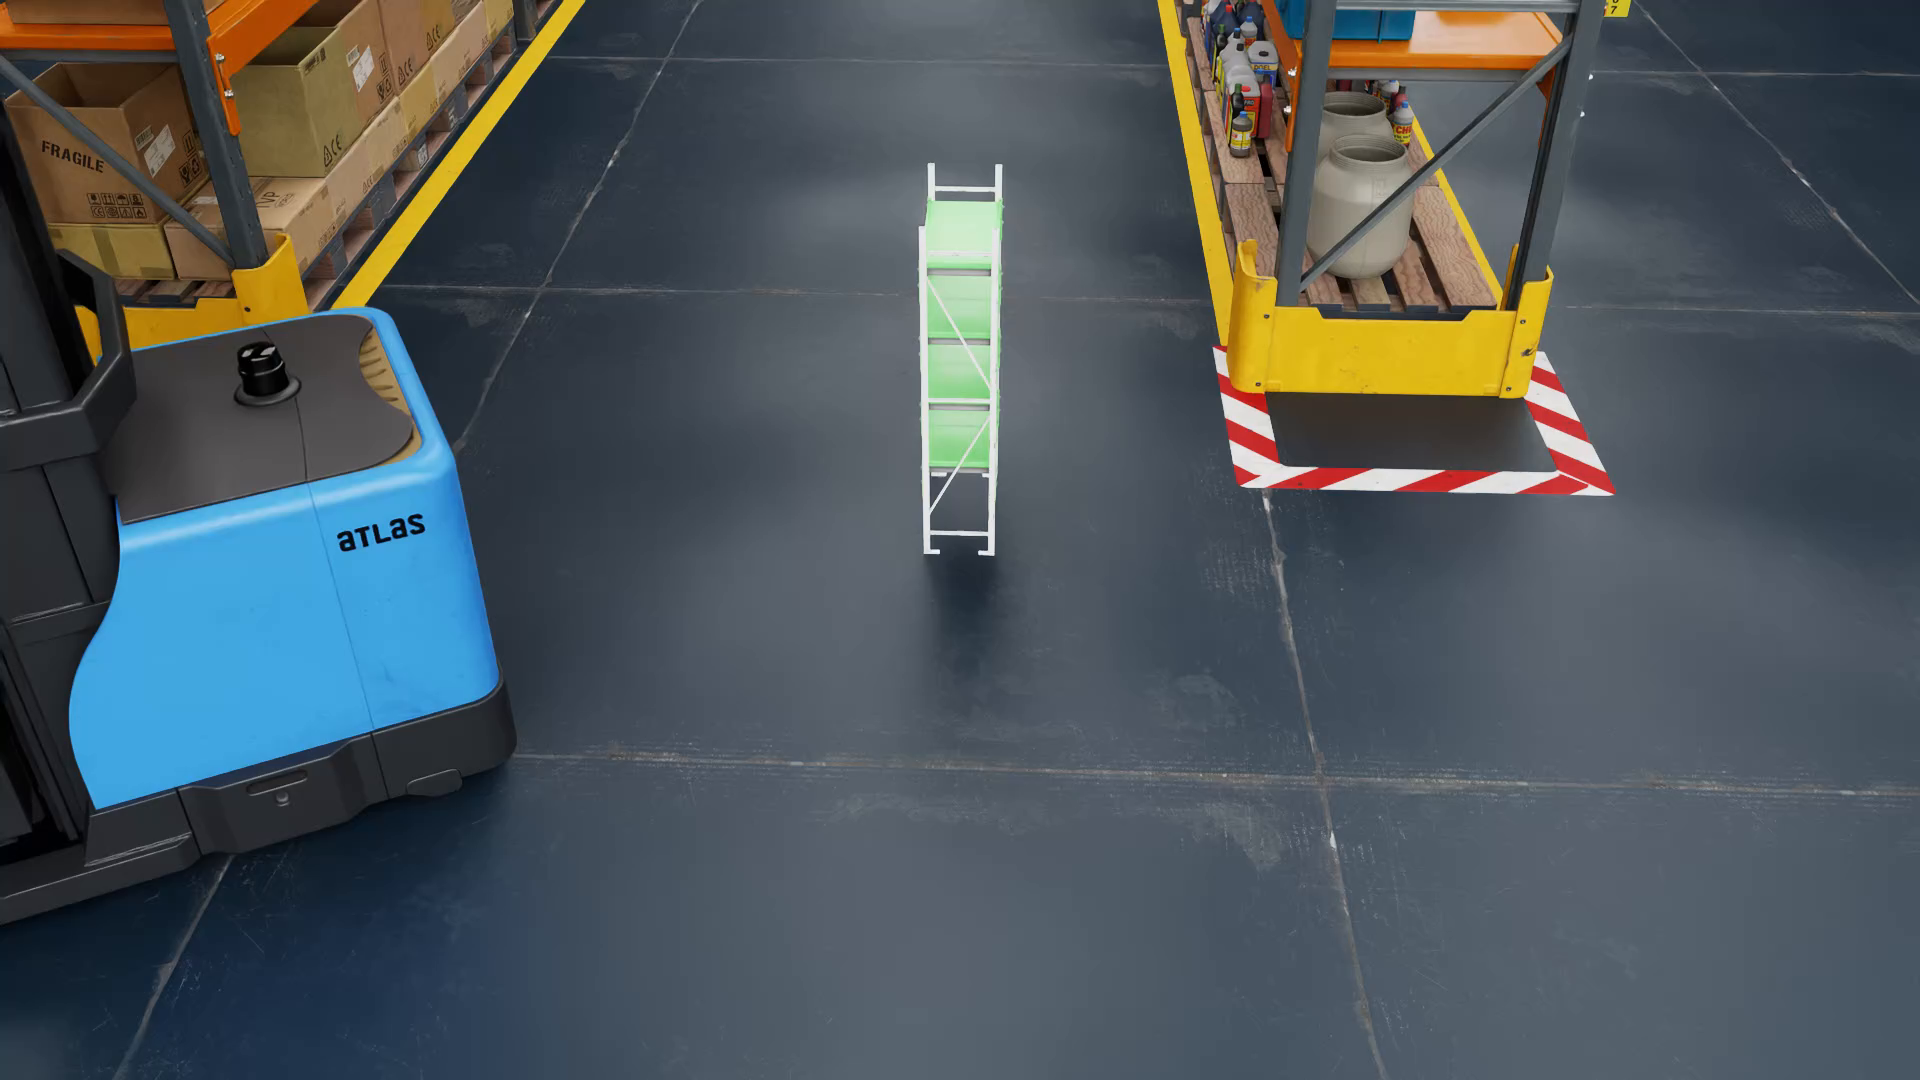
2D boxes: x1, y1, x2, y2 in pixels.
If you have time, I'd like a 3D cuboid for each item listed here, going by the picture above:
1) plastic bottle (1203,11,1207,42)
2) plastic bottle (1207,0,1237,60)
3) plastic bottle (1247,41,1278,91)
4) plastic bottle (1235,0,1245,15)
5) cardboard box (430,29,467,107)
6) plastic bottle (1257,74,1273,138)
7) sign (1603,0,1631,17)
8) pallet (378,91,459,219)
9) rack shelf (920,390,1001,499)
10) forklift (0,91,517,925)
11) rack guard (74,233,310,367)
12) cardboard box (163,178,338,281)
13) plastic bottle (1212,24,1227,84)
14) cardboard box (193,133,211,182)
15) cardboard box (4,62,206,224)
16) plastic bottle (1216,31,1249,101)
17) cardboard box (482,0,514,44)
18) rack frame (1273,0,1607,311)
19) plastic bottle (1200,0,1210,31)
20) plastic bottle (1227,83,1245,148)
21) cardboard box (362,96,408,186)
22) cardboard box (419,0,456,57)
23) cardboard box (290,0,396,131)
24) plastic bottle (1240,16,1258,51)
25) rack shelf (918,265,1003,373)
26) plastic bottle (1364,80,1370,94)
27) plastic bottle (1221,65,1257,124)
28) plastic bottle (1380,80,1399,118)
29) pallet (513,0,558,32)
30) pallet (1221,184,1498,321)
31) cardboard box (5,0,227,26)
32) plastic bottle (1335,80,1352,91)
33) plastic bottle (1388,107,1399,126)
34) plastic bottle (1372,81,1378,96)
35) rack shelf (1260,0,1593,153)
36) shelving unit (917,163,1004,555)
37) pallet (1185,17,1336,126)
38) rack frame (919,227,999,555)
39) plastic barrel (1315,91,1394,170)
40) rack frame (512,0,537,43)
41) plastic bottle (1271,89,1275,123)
[{"bbox_3d":[1.416,-2.895,9.312,0.097,0.201,0.097,0,35,0],"label":"plastic bottle"},{"bbox_3d":[1.427,-2.792,9.035,0.144,0.351,0.185,2,35,3],"label":"plastic bottle"},{"bbox_3d":[1.552,-2.420,8.570,0.152,0.276,0.135,1,35,2],"label":"plastic bottle"},{"bbox_3d":[1.545,-2.857,9.186,0.061,0.283,0.133,1,35,2],"label":"plastic bottle"},{"bbox_3d":[-2.910,-2.467,8.678,0.500,0.250,0.500,1,35,2],"label":"cardboard box"},{"bbox_3d":[1.494,-2.128,8.148,0.061,0.283,0.133,1,35,2],"label":"plastic bottle"},{"bbox_3d":[2.263,-1.950,5.675,0.100,0.325,0.005,1,35,2],"label":"sign"},{"bbox_3d":[-3.195,-1.967,8.365,1.003,0.211,1.213,1,35,2],"label":"pallet"},{"bbox_3d":[0.007,-0.337,5.715,0.258,0.148,0.480,1,35,2],"label":"rack shelf"},{"bbox_3d":[-2.830,-0.408,3.781,3.031,2.935,1.130,-16,38,-21],"label":"forklift"},{"bbox_3d":[-3.236,-0.932,6.641,1.175,0.500,0.348,1,35,2],"label":"rack guard"},{"bbox_3d":[-2.992,-1.318,7.043,0.500,0.250,0.500,1,35,2],"label":"cardboard box"},{"bbox_3d":[1.372,-2.562,8.766,0.061,0.283,0.133,3,35,4],"label":"plastic bottle"},{"bbox_3d":[-3.501,-1.618,7.469,0.500,0.250,0.500,1,35,2],"label":"cardboard box"},{"bbox_3d":[-3.511,-1.637,6.844,0.500,0.500,0.500,1,35,2],"label":"cardboard box"},{"bbox_3d":[1.403,-2.439,8.533,0.144,0.351,0.185,1,35,2],"label":"plastic bottle"},{"bbox_3d":[-2.875,-3.042,9.495,0.500,0.250,0.500,1,35,2],"label":"cardboard box"},{"bbox_3d":[1.714,-1.852,5.776,1.000,3.000,0.127,1,35,2],"label":"rack frame"},{"bbox_3d":[1.424,-3.041,9.458,0.097,0.271,0.097,0,35,0],"label":"plastic bottle"},{"bbox_3d":[1.336,-2.053,8.042,0.061,0.283,0.133,2,35,3],"label":"plastic bottle"},{"bbox_3d":[-2.955,-1.893,7.860,0.500,0.250,0.500,1,35,2],"label":"cardboard box"},{"bbox_3d":[-2.923,-2.774,8.463,0.500,0.500,0.500,1,35,2],"label":"cardboard box"},{"bbox_3d":[-2.966,-2.200,7.645,0.500,0.500,0.500,1,35,2],"label":"cardboard box"},{"bbox_3d":[1.542,-2.673,8.935,0.097,0.271,0.097,0,35,0],"label":"plastic bottle"},{"bbox_3d":[0.007,-0.730,5.439,0.258,0.148,0.480,1,35,2],"label":"rack shelf"},{"bbox_3d":[2.128,-2.351,8.537,0.097,0.201,0.097,0,35,0],"label":"plastic bottle"},{"bbox_3d":[1.393,-2.206,8.267,0.152,0.276,0.135,0,35,1],"label":"plastic bottle"},{"bbox_3d":[2.112,-2.147,8.186,0.097,0.271,0.097,0,35,0],"label":"plastic bottle"},{"bbox_3d":[-3.084,-3.550,10.617,1.003,0.211,1.213,1,35,2],"label":"pallet"},{"bbox_3d":[1.708,-1.222,7.305,1.003,0.211,1.213,1,35,2],"label":"pallet"},{"bbox_3d":[-3.204,-2.277,6.294,0.700,0.500,0.500,1,35,2],"label":"cardboard box"},{"bbox_3d":[1.999,-2.455,8.614,0.061,0.283,0.133,1,35,2],"label":"plastic bottle"},{"bbox_3d":[2.102,-1.981,8.011,0.097,0.201,0.097,0,35,0],"label":"plastic bottle"},{"bbox_3d":[2.120,-2.233,8.369,0.097,0.201,0.097,0,35,0],"label":"plastic bottle"},{"bbox_3d":[1.794,-2.706,7.618,1.077,0.370,4.000,1,35,2],"label":"rack shelf"},{"bbox_3d":[0.007,-0.586,5.540,0.258,1.200,0.503,1,35,2],"label":"shelving unit"},{"bbox_3d":[1.806,-2.624,9.300,1.003,0.211,1.213,1,35,2],"label":"pallet"},{"bbox_3d":[-0.003,-0.446,5.341,0.240,1.200,0.015,1,35,2],"label":"rack frame"},{"bbox_3d":[1.684,-1.673,7.321,0.421,0.512,0.421,0,35,0],"label":"plastic barrel"},{"bbox_3d":[-3.075,-4.266,9.212,1.000,3.000,0.127,1,35,2],"label":"rack frame"},{"bbox_3d":[1.518,-2.184,8.300,0.097,0.201,0.097,0,35,0],"label":"plastic bottle"}]
